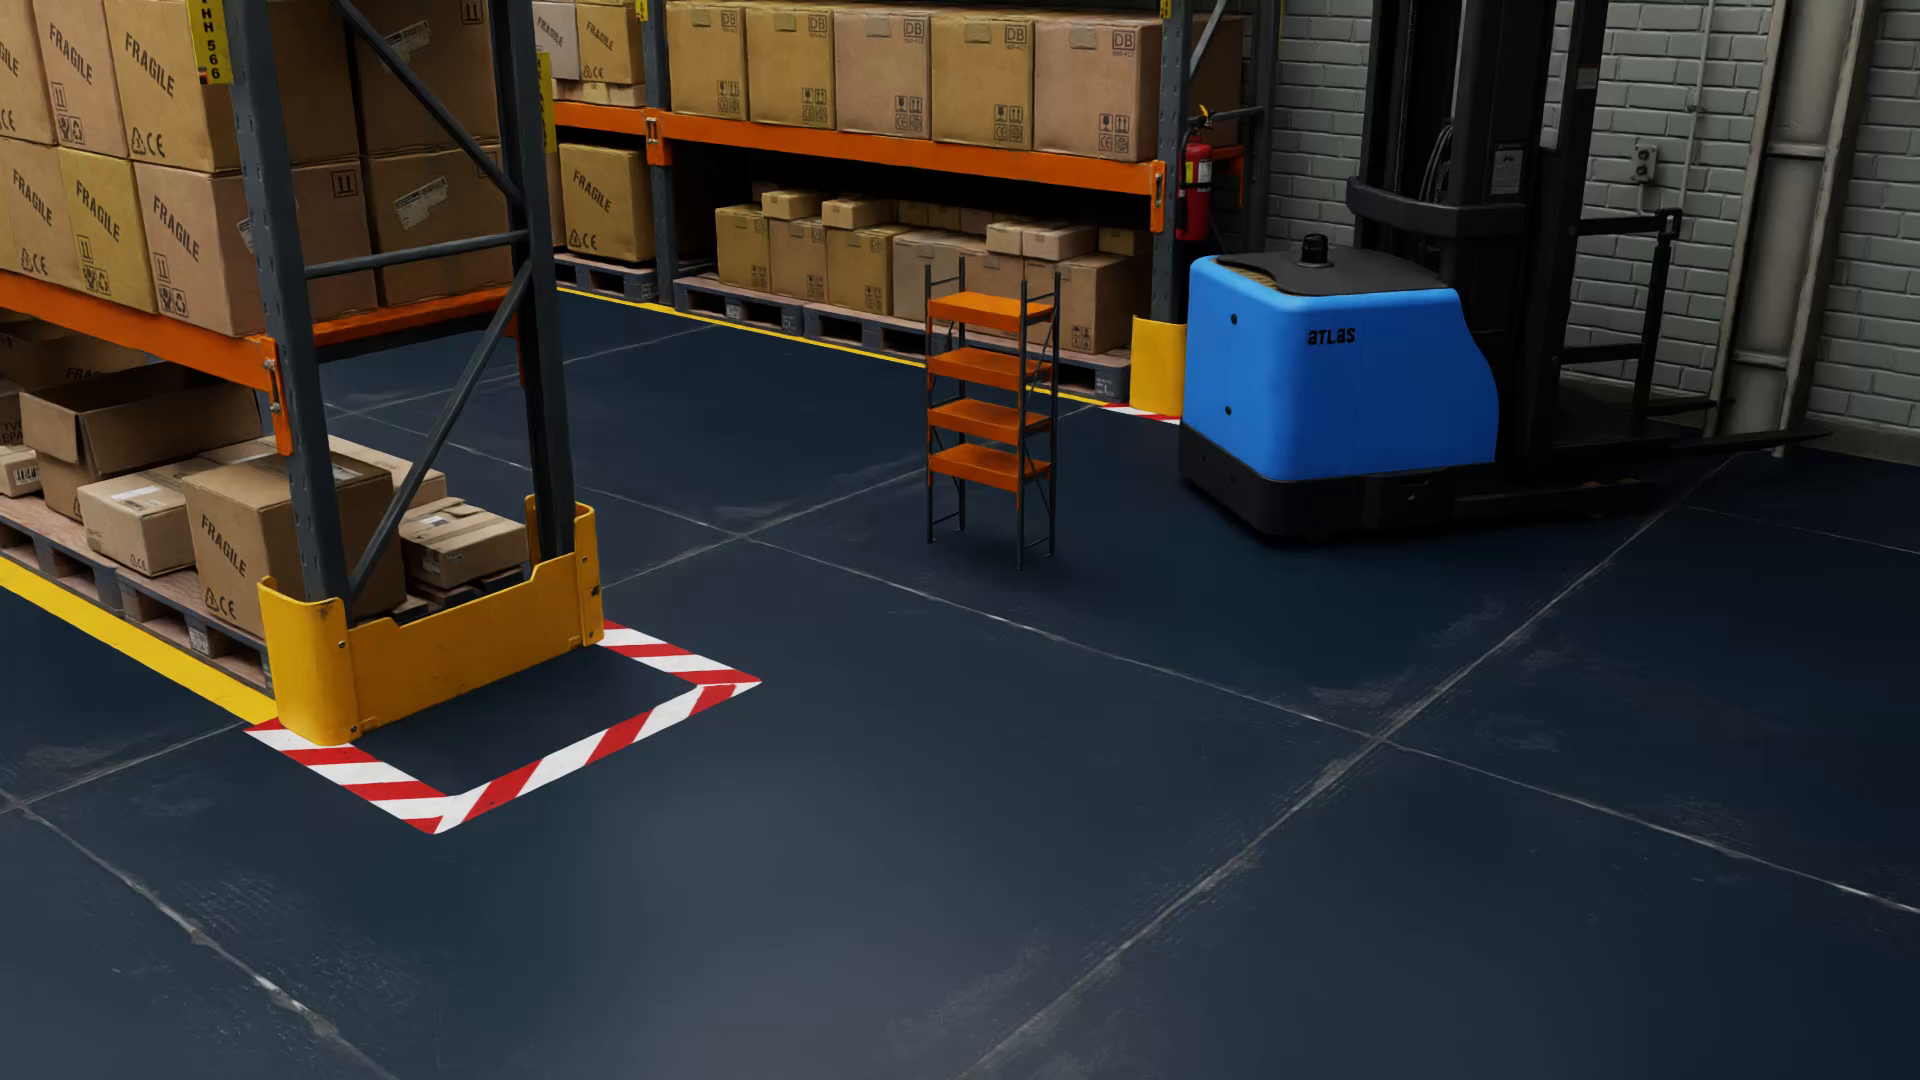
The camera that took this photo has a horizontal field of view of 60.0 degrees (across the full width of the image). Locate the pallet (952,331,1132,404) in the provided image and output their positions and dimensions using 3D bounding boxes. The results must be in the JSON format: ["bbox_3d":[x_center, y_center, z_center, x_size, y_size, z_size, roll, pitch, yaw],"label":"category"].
[{"bbox_3d":[0.716,-1.112,9.818,1.213,0.211,1.003,16,26,36],"label":"pallet"}]

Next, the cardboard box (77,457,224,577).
[{"bbox_3d":[-3.038,-0.098,6.451,0.500,0.250,0.500,16,26,36],"label":"cardboard box"}]

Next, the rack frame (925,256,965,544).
[{"bbox_3d":[-0.061,-0.579,7.003,0.015,1.200,0.240,16,26,36],"label":"rack frame"}]

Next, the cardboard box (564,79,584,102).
[{"bbox_3d":[-2.537,-3.162,11.630,0.250,0.149,0.380,17,27,38],"label":"cardboard box"}]

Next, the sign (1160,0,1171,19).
[{"bbox_3d":[1.031,-2.767,8.279,0.005,0.325,0.100,16,26,36],"label":"sign"}]

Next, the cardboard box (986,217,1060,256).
[{"bbox_3d":[0.366,-1.755,9.599,0.250,0.149,0.380,17,26,38],"label":"cardboard box"}]

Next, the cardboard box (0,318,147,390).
[{"bbox_3d":[-4.222,-0.784,7.915,0.500,0.500,0.500,16,26,36],"label":"cardboard box"}]

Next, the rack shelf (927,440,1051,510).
[{"bbox_3d":[0.128,-0.276,6.952,0.480,0.148,0.258,16,26,36],"label":"rack shelf"}]

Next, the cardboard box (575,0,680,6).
[{"bbox_3d":[-2.237,-3.733,11.161,0.500,0.250,0.500,17,26,38],"label":"cardboard box"}]

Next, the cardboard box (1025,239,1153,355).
[{"bbox_3d":[0.780,-1.416,9.619,0.500,0.500,0.700,16,26,36],"label":"cardboard box"}]

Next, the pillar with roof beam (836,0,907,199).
[{"bbox_3d":[-3.347,-4.863,7.310,0.400,9.000,9.100,16,26,36],"label":"pillar with roof beam"}]

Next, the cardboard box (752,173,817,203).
[{"bbox_3d":[-1.186,-2.375,11.242,0.250,0.149,0.380,16,26,36],"label":"cardboard box"}]

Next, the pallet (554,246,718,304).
[{"bbox_3d":[-2.359,-1.999,12.170,1.213,0.211,1.003,16,26,36],"label":"pallet"}]

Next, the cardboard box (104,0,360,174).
[{"bbox_3d":[-2.263,-1.444,5.187,0.500,0.500,0.500,16,26,36],"label":"cardboard box"}]

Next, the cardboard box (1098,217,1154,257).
[{"bbox_3d":[1.003,-1.746,9.575,0.250,0.149,0.380,16,26,37],"label":"cardboard box"}]

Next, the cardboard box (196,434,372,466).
[{"bbox_3d":[-2.761,-0.246,6.843,0.500,0.250,0.500,16,26,36],"label":"cardboard box"}]

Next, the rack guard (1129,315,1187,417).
[{"bbox_3d":[1.404,-1.085,9.337,0.348,0.500,1.175,16,26,36],"label":"rack guard"}]

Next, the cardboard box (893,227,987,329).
[{"bbox_3d":[0.002,-1.639,10.212,0.500,0.500,0.700,15,25,35],"label":"cardboard box"}]

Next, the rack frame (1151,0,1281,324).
[{"bbox_3d":[1.385,-2.260,8.910,0.127,3.000,1.000,16,26,36],"label":"rack frame"}]

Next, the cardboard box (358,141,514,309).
[{"bbox_3d":[-1.921,-1.123,5.753,0.500,0.500,0.500,17,26,37],"label":"cardboard box"}]

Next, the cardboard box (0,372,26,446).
[{"bbox_3d":[-4.655,-0.592,7.675,0.500,0.311,0.500,16,26,36],"label":"cardboard box"}]

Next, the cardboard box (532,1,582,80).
[{"bbox_3d":[-2.632,-3.493,11.588,0.500,0.500,0.500,16,26,37],"label":"cardboard box"}]

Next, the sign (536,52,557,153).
[{"bbox_3d":[-1.401,-1.458,5.558,0.005,0.325,0.100,16,26,36],"label":"sign"}]

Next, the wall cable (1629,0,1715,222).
[{"bbox_3d":[2.975,-2.708,8.659,1.851,1.984,0.084,16,26,36],"label":"wall cable"}]

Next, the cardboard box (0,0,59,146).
[{"bbox_3d":[-3.059,-1.671,5.788,0.500,0.500,0.500,17,26,38],"label":"cardboard box"}]

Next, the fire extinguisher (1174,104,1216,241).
[{"bbox_3d":[1.210,-1.889,8.566,0.183,0.674,0.296,16,26,36],"label":"fire extinguisher"}]

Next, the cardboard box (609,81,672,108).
[{"bbox_3d":[-2.155,-3.042,11.312,0.250,0.149,0.380,16,26,37],"label":"cardboard box"}]

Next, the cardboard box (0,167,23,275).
[{"bbox_3d":[-3.441,-1.317,6.269,0.500,0.500,0.500,16,26,36],"label":"cardboard box"}]

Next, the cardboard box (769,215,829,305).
[{"bbox_3d":[-0.812,-1.871,10.827,0.500,0.500,0.700,16,26,36],"label":"cardboard box"}]

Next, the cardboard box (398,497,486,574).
[{"bbox_3d":[-2.045,-0.028,6.384,0.250,0.166,0.380,16,26,36],"label":"cardboard box"}]

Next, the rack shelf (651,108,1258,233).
[{"bbox_3d":[-0.164,-2.370,10.220,4.000,0.370,1.077,16,26,36],"label":"rack shelf"}]

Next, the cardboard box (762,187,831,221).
[{"bbox_3d":[-1.049,-2.162,10.677,0.250,0.149,0.380,17,27,38],"label":"cardboard box"}]

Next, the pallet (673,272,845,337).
[{"bbox_3d":[-1.174,-1.657,11.262,1.213,0.211,1.003,16,26,36],"label":"pallet"}]

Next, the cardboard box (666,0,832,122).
[{"bbox_3d":[-1.304,-3.167,10.891,0.700,0.700,0.980,17,26,37],"label":"cardboard box"}]

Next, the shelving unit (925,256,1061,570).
[{"bbox_3d":[0.128,-0.524,6.859,0.503,1.200,0.258,16,26,36],"label":"shelving unit"}]

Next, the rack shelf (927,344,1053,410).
[{"bbox_3d":[0.128,-0.671,6.803,0.480,0.148,0.258,16,26,36],"label":"rack shelf"}]

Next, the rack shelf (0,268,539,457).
[{"bbox_3d":[-3.294,-1.015,6.627,4.000,0.370,1.077,16,26,36],"label":"rack shelf"}]

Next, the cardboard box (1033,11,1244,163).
[{"bbox_3d":[0.984,-2.511,9.151,0.700,0.700,0.980,18,27,39],"label":"cardboard box"}]

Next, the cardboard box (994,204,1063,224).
[{"bbox_3d":[0.416,-1.915,10.023,0.250,0.149,0.380,16,26,37],"label":"cardboard box"}]

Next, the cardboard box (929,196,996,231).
[{"bbox_3d":[0.019,-2.028,10.324,0.250,0.149,0.380,16,26,37],"label":"cardboard box"}]

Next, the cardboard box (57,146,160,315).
[{"bbox_3d":[-2.667,-1.092,5.671,0.500,0.500,0.500,16,26,37],"label":"cardboard box"}]

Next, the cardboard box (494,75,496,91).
[{"bbox_3d":[-3.310,-3.400,12.261,0.250,0.149,0.380,17,27,38],"label":"cardboard box"}]

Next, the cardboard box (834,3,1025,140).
[{"bbox_3d":[-0.172,-2.843,10.032,0.700,0.700,0.980,15,25,34],"label":"cardboard box"}]

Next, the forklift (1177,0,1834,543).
[{"bbox_3d":[2.603,-1.638,7.357,3.031,2.935,1.130,-6,21,-15],"label":"forklift"}]

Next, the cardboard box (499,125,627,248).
[{"bbox_3d":[-2.990,-2.650,12.396,0.750,0.750,0.750,17,27,38],"label":"cardboard box"}]

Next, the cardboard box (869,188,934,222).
[{"bbox_3d":[-0.377,-2.142,10.626,0.250,0.149,0.380,16,26,37],"label":"cardboard box"}]

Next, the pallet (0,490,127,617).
[{"bbox_3d":[-3.362,-0.067,7.047,1.213,0.211,1.003,16,26,36],"label":"pallet"}]
